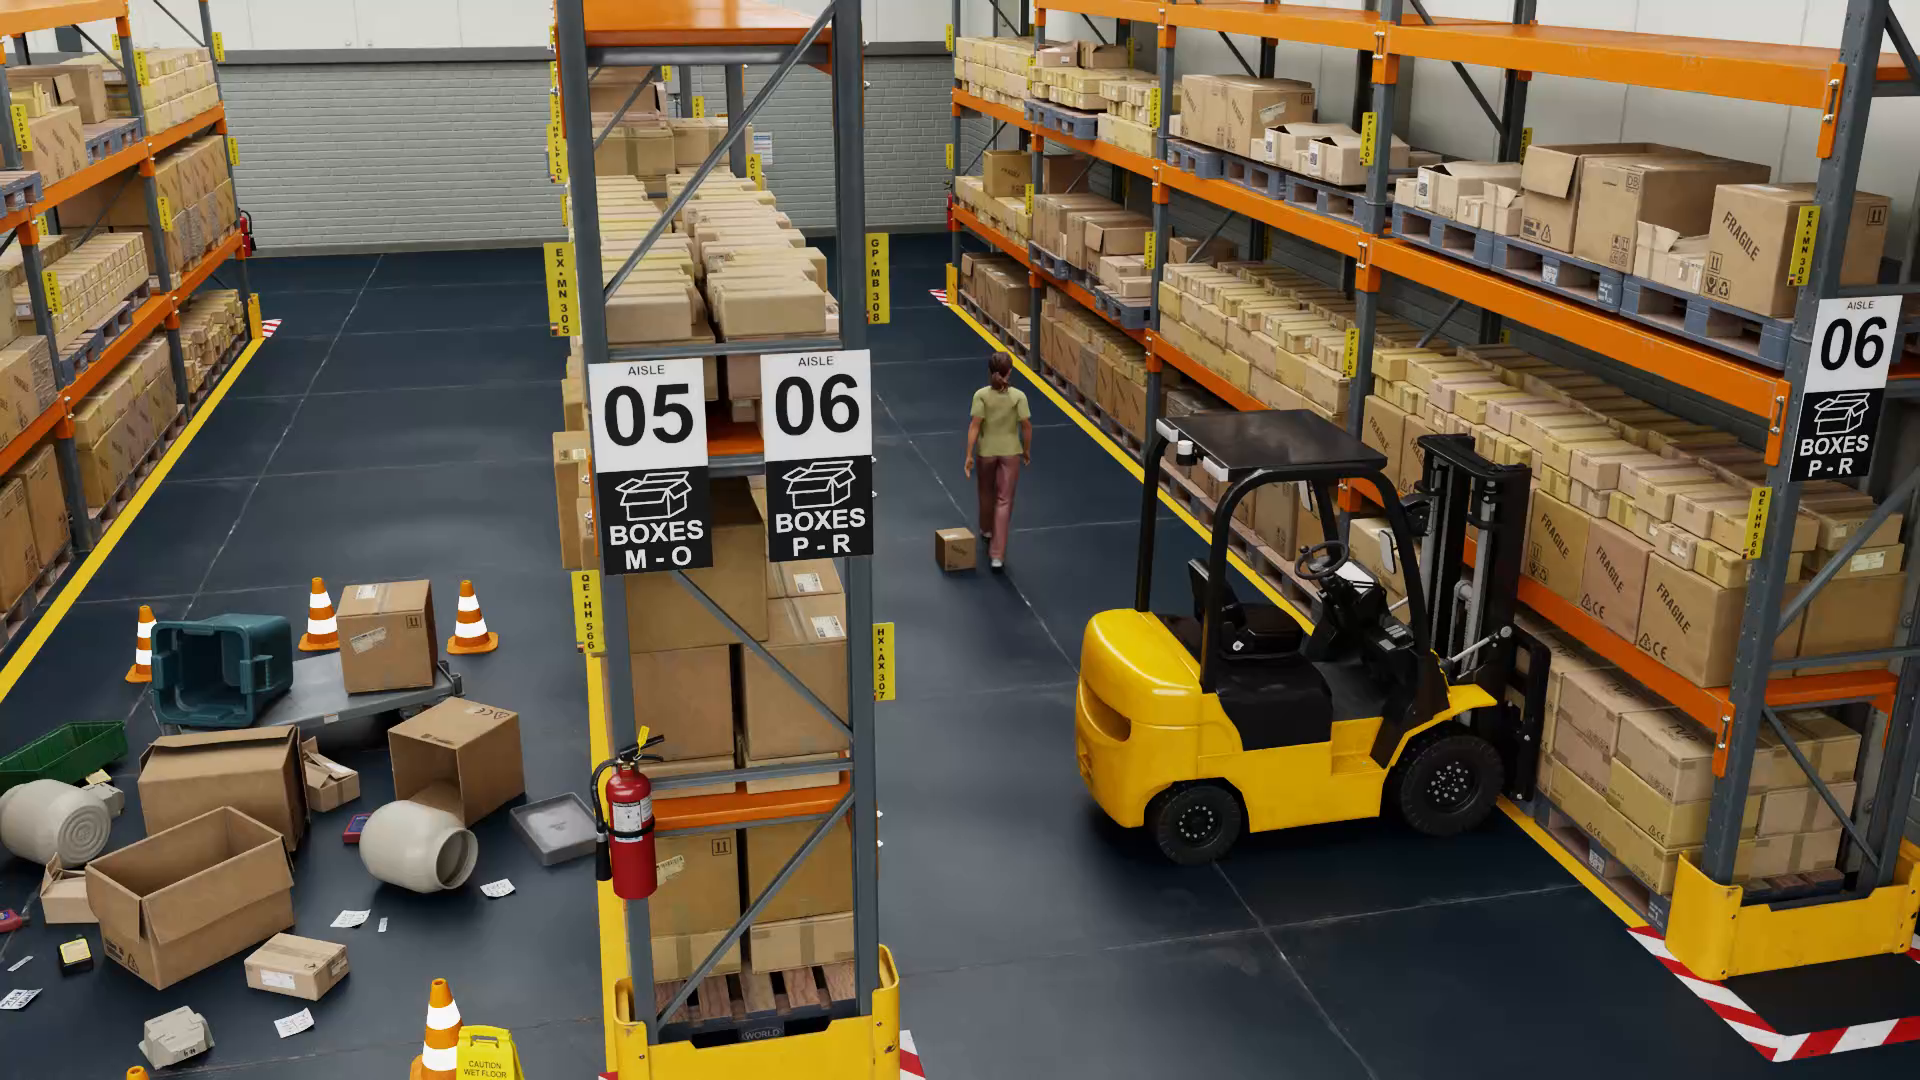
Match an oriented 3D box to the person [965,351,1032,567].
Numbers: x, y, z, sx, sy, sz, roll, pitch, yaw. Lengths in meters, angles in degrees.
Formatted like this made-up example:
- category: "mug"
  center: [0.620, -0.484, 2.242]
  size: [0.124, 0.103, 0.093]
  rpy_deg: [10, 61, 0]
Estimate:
- category: "person"
  center: [0.316, -0.692, 12.970]
  size: [0.491, 1.627, 0.947]
  rpy_deg: [3, 20, 8]
